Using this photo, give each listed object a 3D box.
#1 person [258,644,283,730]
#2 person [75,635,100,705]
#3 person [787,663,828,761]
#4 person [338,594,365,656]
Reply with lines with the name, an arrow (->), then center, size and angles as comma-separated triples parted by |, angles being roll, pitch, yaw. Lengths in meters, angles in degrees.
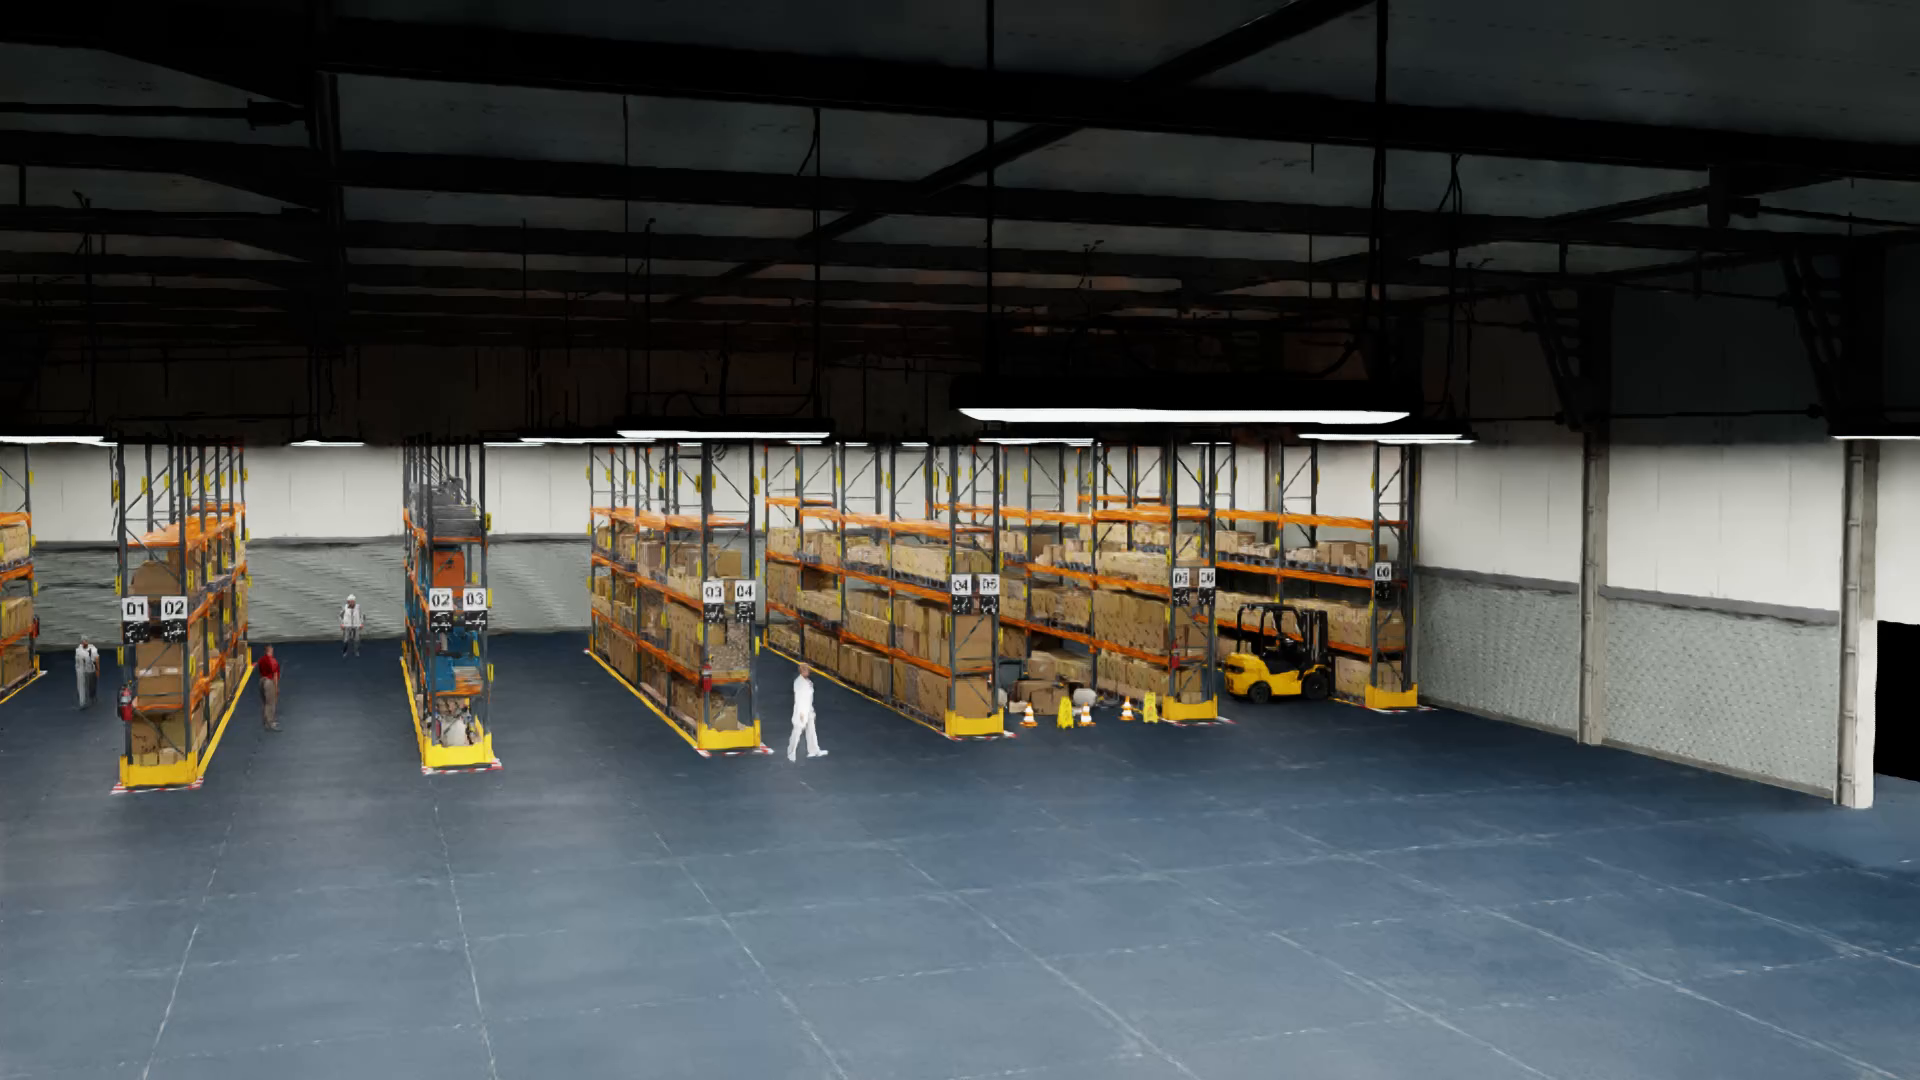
person -> -13.998, 2.971, 33.808 | 0.595, 1.737, 0.449 | 3, 4, 38
person -> -19.282, 2.854, 36.777 | 0.493, 1.561, 0.824 | -1, 3, -21
person -> -2.844, 3.127, 30.525 | 0.613, 1.768, 0.777 | 1, 3, 18
person -> -16.677, 2.342, 45.599 | 0.677, 1.726, 0.563 | -1, 3, -22
